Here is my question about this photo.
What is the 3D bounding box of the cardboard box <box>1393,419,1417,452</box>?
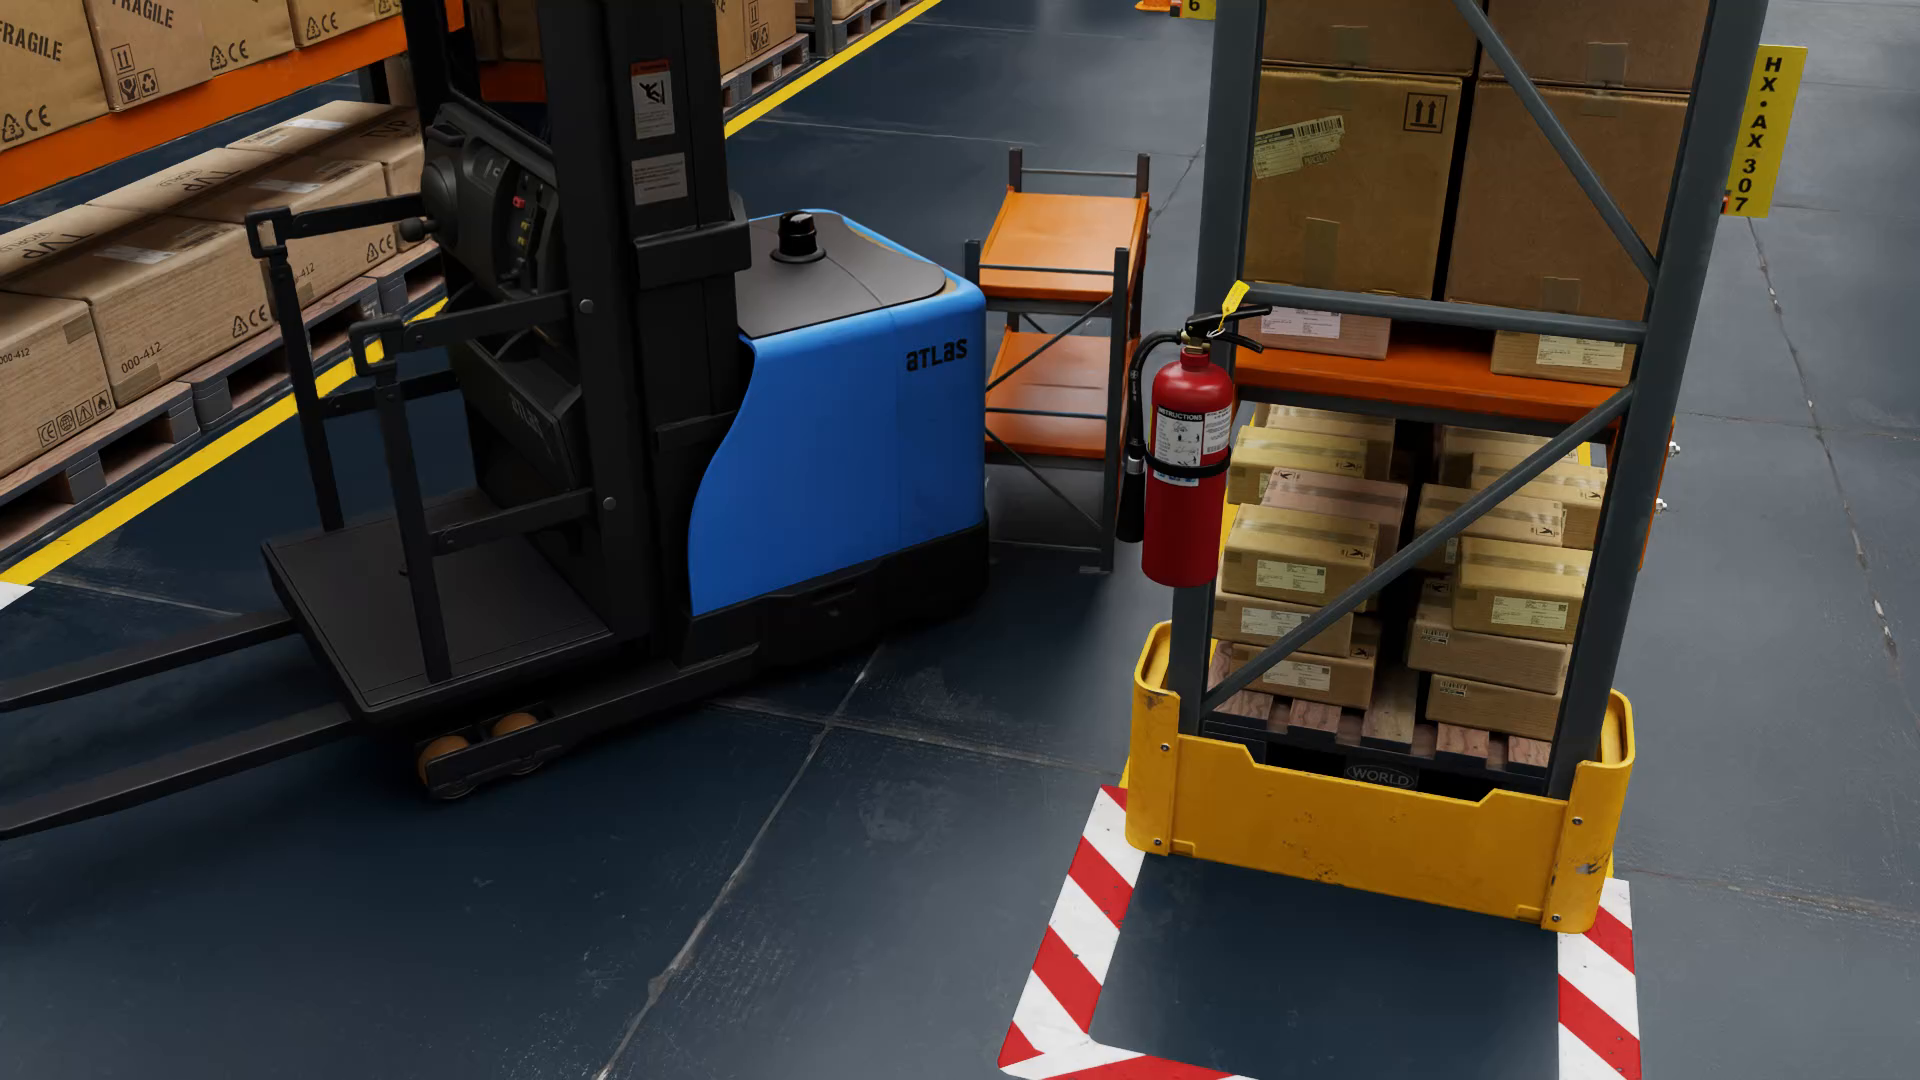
[{"bbox_3d":[1.417,-0.407,5.896,0.380,0.149,0.250,9,30,16],"label":"cardboard box"}]

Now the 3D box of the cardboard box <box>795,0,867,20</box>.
[{"bbox_3d":[-1.235,-4.149,12.393,0.950,0.372,0.625,6,30,11],"label":"cardboard box"}]

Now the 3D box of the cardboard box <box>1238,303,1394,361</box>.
[{"bbox_3d":[0.828,-0.557,3.924,0.380,0.149,0.250,9,30,15],"label":"cardboard box"}]

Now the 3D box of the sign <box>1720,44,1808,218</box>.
[{"bbox_3d":[1.521,-0.776,3.169,0.100,0.325,0.005,8,30,15],"label":"sign"}]

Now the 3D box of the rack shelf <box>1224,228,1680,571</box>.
[{"bbox_3d":[1.590,-1.090,5.364,1.077,0.370,4.000,8,30,15],"label":"rack shelf"}]

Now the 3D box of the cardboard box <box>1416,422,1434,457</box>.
[{"bbox_3d":[1.730,-0.368,5.520,0.380,0.149,0.250,10,31,17],"label":"cardboard box"}]

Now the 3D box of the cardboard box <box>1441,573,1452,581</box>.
[{"bbox_3d":[1.536,0.131,4.623,0.380,0.149,0.250,8,30,15],"label":"cardboard box"}]

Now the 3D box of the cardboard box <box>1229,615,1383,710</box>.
[{"bbox_3d":[0.958,0.313,4.603,0.380,0.149,0.250,9,30,16],"label":"cardboard box"}]

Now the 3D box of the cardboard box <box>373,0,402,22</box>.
[{"bbox_3d":[-2.622,-2.545,7.137,0.500,0.500,0.500,8,30,14],"label":"cardboard box"}]

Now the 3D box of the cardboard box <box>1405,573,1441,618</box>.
[{"bbox_3d":[1.527,0.140,4.914,0.380,0.149,0.250,9,30,15],"label":"cardboard box"}]

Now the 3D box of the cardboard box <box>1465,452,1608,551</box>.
[{"bbox_3d":[1.644,-0.112,4.754,0.380,0.149,0.250,8,30,15],"label":"cardboard box"}]

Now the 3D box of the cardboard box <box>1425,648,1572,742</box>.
[{"bbox_3d":[1.463,0.389,4.465,0.380,0.149,0.250,9,30,16],"label":"cardboard box"}]

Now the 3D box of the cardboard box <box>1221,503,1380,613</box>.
[{"bbox_3d":[0.916,0.045,4.472,0.380,0.149,0.250,9,30,15],"label":"cardboard box"}]

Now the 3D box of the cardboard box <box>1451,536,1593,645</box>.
[{"bbox_3d":[1.481,0.132,4.315,0.380,0.149,0.250,7,30,13],"label":"cardboard box"}]

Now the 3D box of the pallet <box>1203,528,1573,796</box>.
[{"bbox_3d":[1.297,0.336,4.929,1.003,0.211,1.213,8,30,15],"label":"pallet"}]

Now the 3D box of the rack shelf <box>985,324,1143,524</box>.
[{"bbox_3d":[0.345,-0.433,5.875,0.538,0.278,1.000,4,29,8],"label":"rack shelf"}]

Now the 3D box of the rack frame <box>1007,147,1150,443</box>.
[{"bbox_3d":[0.426,-0.891,6.195,0.500,1.125,0.032,4,29,8],"label":"rack frame"}]

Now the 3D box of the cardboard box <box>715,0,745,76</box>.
[{"bbox_3d":[-1.959,-3.384,10.502,0.875,0.875,0.875,9,30,15],"label":"cardboard box"}]

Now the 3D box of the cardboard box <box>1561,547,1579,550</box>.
[{"bbox_3d":[1.703,-0.099,5.037,0.380,0.149,0.250,9,30,16],"label":"cardboard box"}]

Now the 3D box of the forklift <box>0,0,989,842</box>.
[{"bbox_3d":[-1.417,-0.875,4.308,3.031,2.935,1.130,-18,34,-29],"label":"forklift"}]

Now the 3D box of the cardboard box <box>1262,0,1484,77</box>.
[{"bbox_3d":[0.899,-1.334,3.625,0.500,0.500,0.500,8,30,14],"label":"cardboard box"}]

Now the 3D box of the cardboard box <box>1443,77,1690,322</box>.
[{"bbox_3d":[1.399,-0.818,3.726,0.500,0.500,0.500,10,31,17],"label":"cardboard box"}]

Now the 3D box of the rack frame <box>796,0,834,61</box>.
[{"bbox_3d":[-1.411,-4.852,11.387,1.000,3.000,0.127,8,30,15],"label":"rack frame"}]

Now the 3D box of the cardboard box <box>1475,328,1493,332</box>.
[{"bbox_3d":[1.446,-0.593,3.989,0.380,0.149,0.250,10,30,17],"label":"cardboard box"}]

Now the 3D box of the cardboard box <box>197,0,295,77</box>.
[{"bbox_3d":[-2.924,-2.068,6.279,0.500,0.500,0.500,10,30,17],"label":"cardboard box"}]

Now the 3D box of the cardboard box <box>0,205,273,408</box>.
[{"bbox_3d":[-3.400,-0.946,6.568,0.875,0.438,0.875,9,30,16],"label":"cardboard box"}]

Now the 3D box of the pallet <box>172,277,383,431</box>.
[{"bbox_3d":[-3.239,-0.864,7.086,1.003,0.211,1.213,8,30,15],"label":"pallet"}]

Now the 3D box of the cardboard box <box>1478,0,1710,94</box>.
[{"bbox_3d":[1.388,-1.256,3.486,0.500,0.500,0.500,8,30,15],"label":"cardboard box"}]

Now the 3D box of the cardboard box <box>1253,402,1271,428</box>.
[{"bbox_3d":[1.161,-0.446,5.355,0.380,0.149,0.250,10,31,17],"label":"cardboard box"}]

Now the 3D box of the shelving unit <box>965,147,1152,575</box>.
[{"bbox_3d":[0.345,-0.647,5.756,0.538,1.125,1.048,4,29,8],"label":"shelving unit"}]

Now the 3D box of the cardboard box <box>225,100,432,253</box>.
[{"bbox_3d":[-2.872,-1.781,8.069,0.875,0.438,0.875,8,30,14],"label":"cardboard box"}]

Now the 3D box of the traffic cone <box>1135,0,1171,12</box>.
[{"bbox_3d":[1.609,-4.549,13.451,0.336,0.463,0.334,8,30,15],"label":"traffic cone"}]

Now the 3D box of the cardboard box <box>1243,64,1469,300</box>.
[{"bbox_3d":[0.889,-0.894,3.863,0.500,0.500,0.500,9,30,16],"label":"cardboard box"}]

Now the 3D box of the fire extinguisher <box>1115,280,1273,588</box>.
[{"bbox_3d":[0.488,-0.227,3.536,0.296,0.674,0.183,8,30,15],"label":"fire extinguisher"}]

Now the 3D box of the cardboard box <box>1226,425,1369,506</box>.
[{"bbox_3d":[0.999,-0.202,4.916,0.380,0.149,0.250,8,30,14],"label":"cardboard box"}]

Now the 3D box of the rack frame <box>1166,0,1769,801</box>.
[{"bbox_3d":[1.003,-0.475,3.518,1.000,3.000,0.127,8,30,15],"label":"rack frame"}]

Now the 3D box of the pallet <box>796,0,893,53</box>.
[{"bbox_3d":[-1.180,-3.997,12.717,1.003,0.211,1.213,8,30,15],"label":"pallet"}]

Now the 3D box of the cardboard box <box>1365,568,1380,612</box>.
[{"bbox_3d":[1.013,0.057,4.756,0.380,0.149,0.250,8,30,14],"label":"cardboard box"}]

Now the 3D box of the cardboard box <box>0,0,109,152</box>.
[{"bbox_3d":[-3.222,-1.599,5.436,0.500,0.500,0.500,8,30,14],"label":"cardboard box"}]

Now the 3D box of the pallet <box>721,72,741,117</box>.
[{"bbox_3d":[-2.074,-2.713,10.410,1.003,0.211,1.213,8,30,15],"label":"pallet"}]
